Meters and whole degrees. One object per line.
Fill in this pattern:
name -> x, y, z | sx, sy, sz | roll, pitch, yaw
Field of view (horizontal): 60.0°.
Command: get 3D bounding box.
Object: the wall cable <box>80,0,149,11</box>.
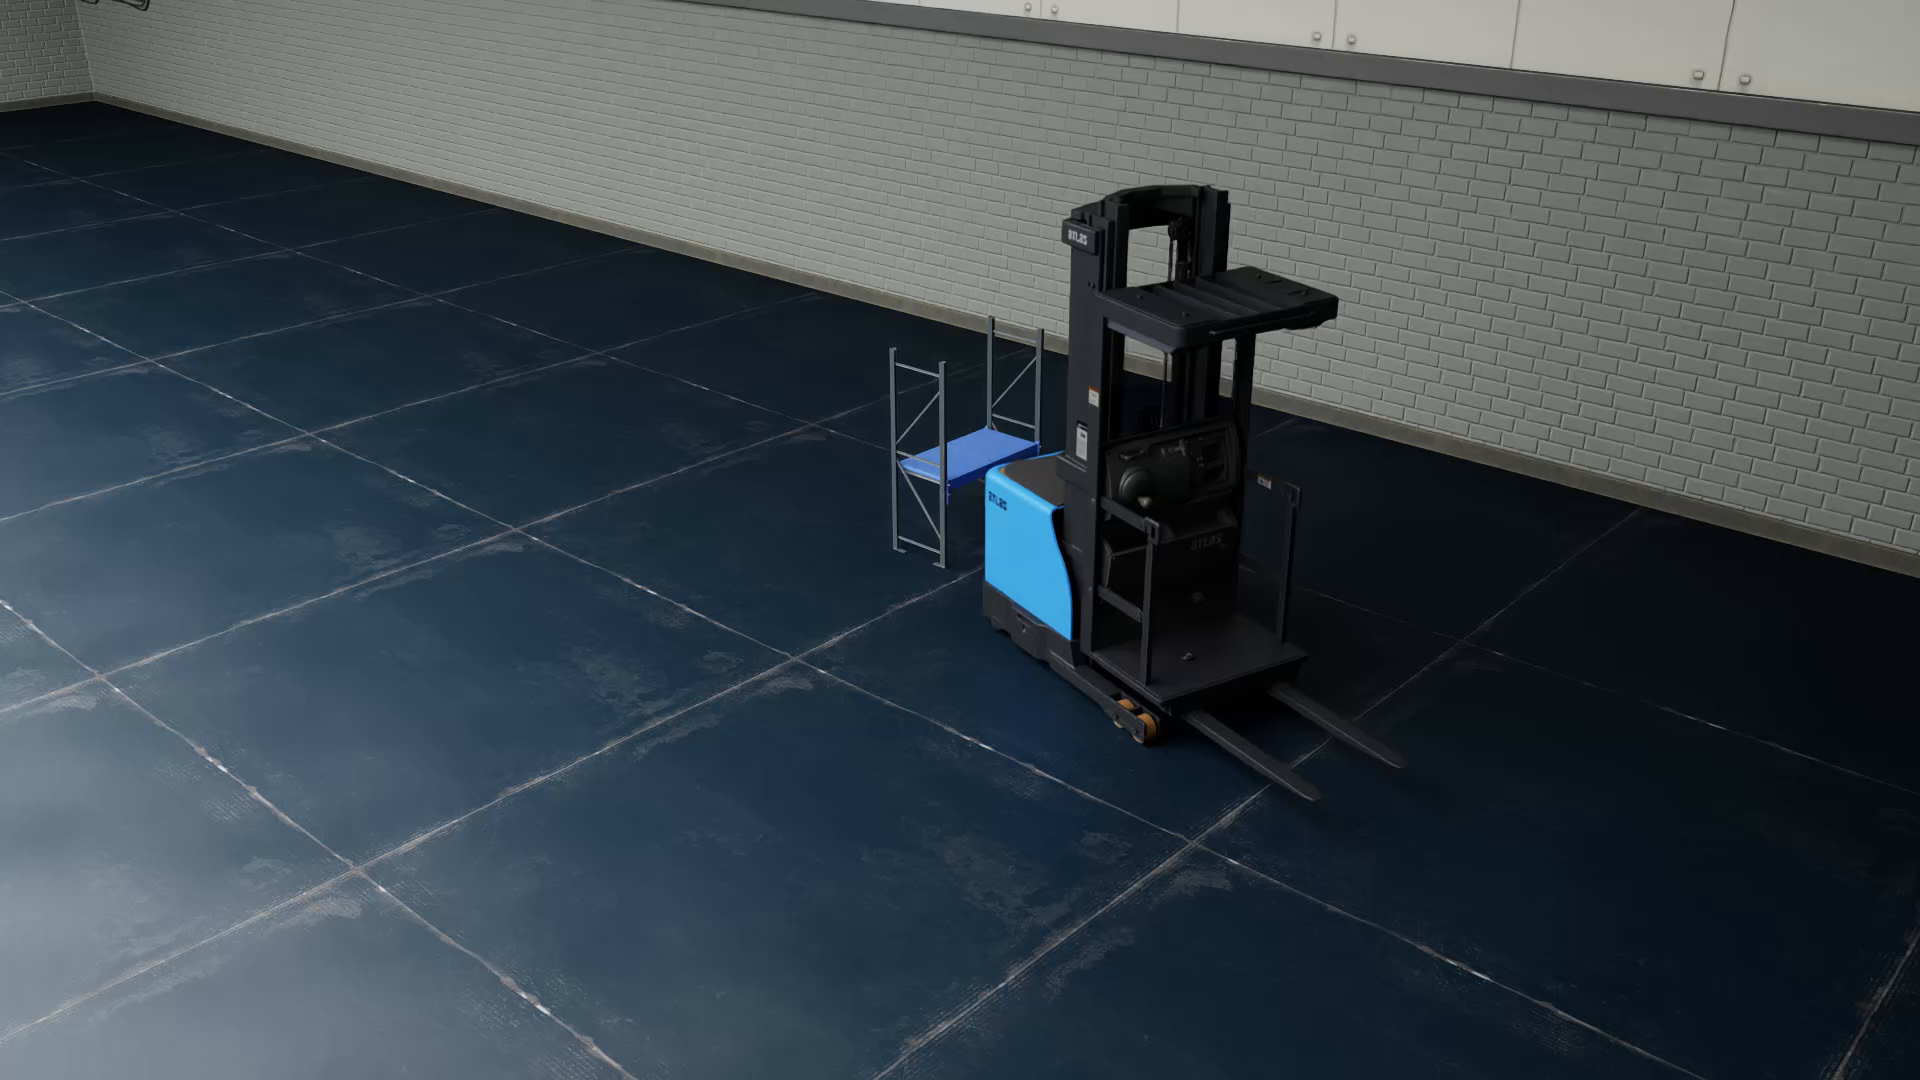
wall cable -> -14.192, -10.039, 27.235 | 3.097, 2.526, 0.112 | 20, 31, 38

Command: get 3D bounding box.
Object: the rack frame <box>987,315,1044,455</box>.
rack frame -> 0.396, -0.865, 12.146 | 0.500, 1.500, 0.032 | 20, 31, 38

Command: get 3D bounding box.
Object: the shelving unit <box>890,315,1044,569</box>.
shelving unit -> 0.057, -0.710, 11.800 | 0.538, 1.500, 1.048 | 20, 31, 38

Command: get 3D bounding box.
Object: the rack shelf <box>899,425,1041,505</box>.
rack shelf -> 0.057, -0.546, 11.874 | 0.538, 0.185, 1.000 | 20, 31, 38

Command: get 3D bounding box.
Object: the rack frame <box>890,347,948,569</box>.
rack frame -> -0.282, -0.555, 11.455 | 0.500, 1.500, 0.032 | 20, 31, 38

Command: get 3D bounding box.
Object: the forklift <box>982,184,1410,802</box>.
forklift -> 1.331, -0.397, 9.353 | 1.130, 2.935, 3.031 | -14, 28, -28
